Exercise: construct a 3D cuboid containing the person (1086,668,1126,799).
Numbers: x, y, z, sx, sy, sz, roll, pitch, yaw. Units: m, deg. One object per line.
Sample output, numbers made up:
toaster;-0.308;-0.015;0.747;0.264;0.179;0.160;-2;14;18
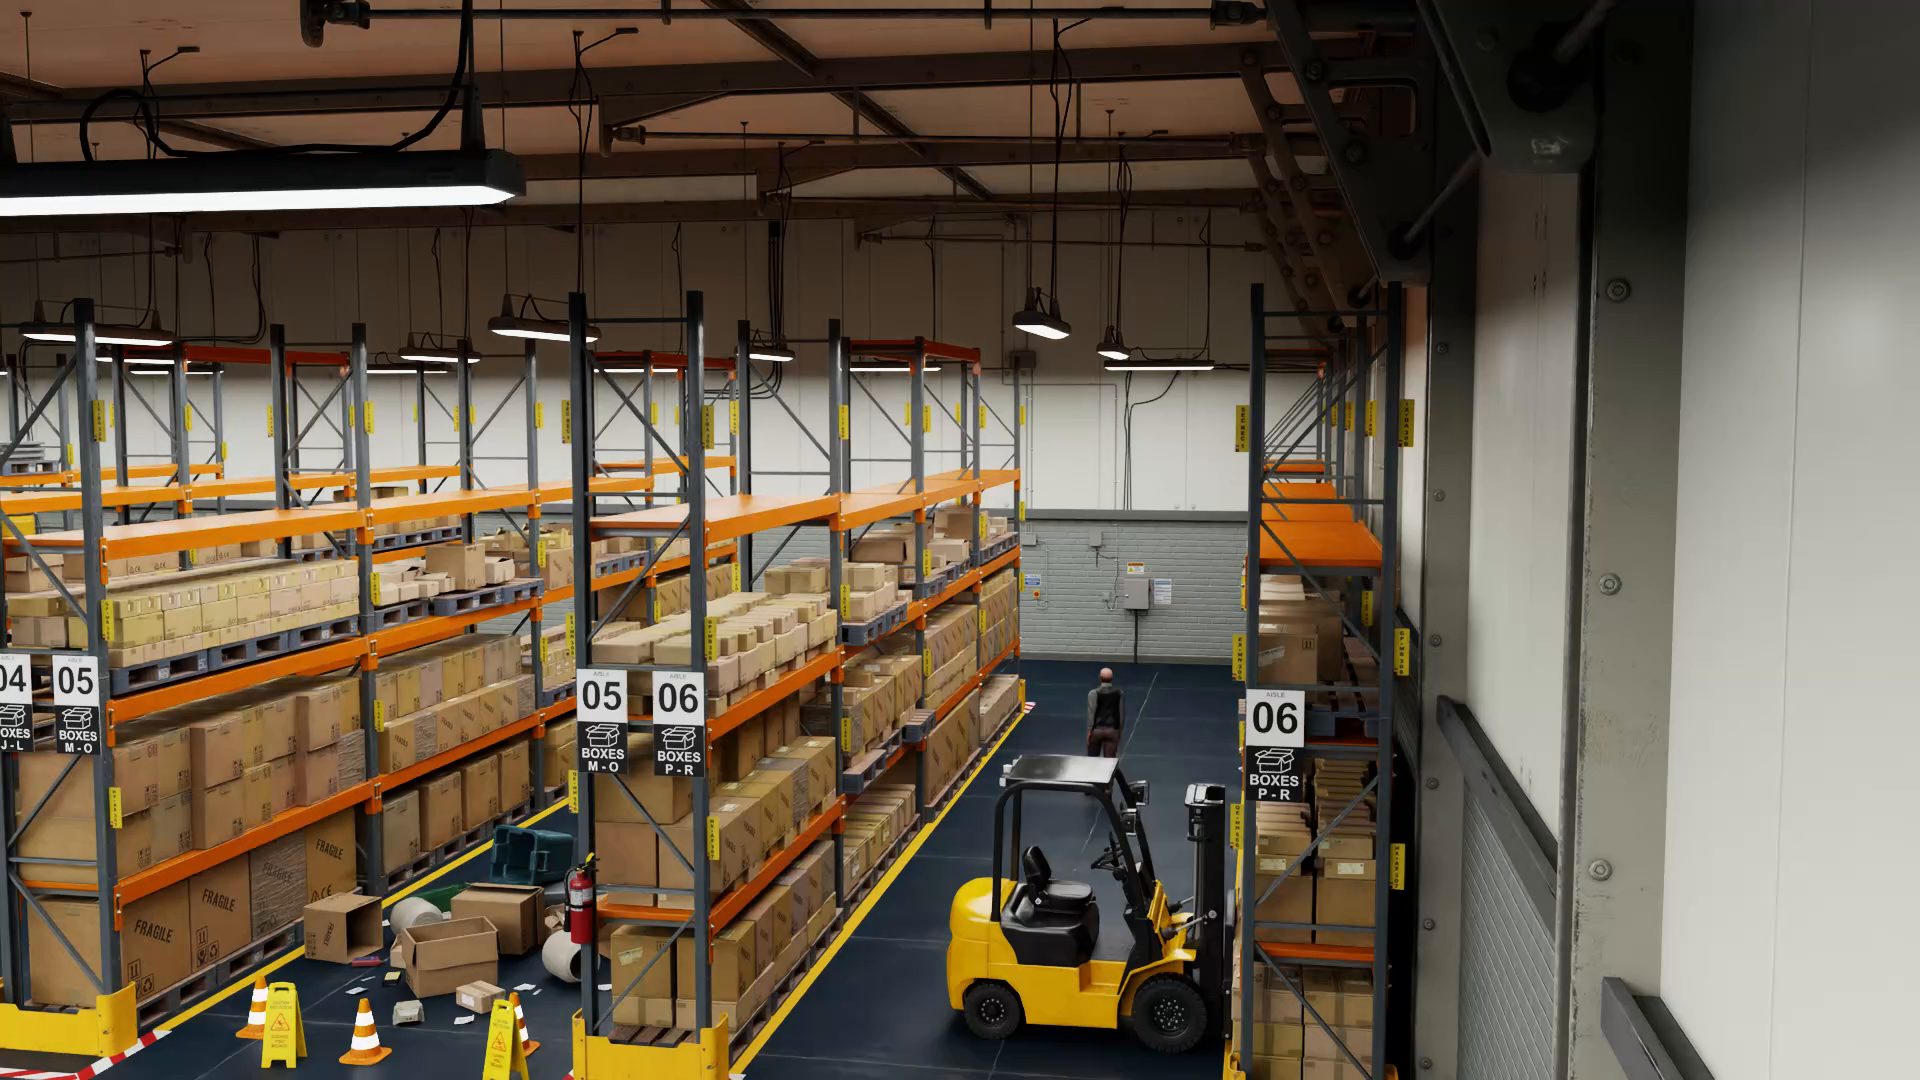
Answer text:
person;1.923;2.563;21.960;0.546;1.750;0.701;0;5;-3
